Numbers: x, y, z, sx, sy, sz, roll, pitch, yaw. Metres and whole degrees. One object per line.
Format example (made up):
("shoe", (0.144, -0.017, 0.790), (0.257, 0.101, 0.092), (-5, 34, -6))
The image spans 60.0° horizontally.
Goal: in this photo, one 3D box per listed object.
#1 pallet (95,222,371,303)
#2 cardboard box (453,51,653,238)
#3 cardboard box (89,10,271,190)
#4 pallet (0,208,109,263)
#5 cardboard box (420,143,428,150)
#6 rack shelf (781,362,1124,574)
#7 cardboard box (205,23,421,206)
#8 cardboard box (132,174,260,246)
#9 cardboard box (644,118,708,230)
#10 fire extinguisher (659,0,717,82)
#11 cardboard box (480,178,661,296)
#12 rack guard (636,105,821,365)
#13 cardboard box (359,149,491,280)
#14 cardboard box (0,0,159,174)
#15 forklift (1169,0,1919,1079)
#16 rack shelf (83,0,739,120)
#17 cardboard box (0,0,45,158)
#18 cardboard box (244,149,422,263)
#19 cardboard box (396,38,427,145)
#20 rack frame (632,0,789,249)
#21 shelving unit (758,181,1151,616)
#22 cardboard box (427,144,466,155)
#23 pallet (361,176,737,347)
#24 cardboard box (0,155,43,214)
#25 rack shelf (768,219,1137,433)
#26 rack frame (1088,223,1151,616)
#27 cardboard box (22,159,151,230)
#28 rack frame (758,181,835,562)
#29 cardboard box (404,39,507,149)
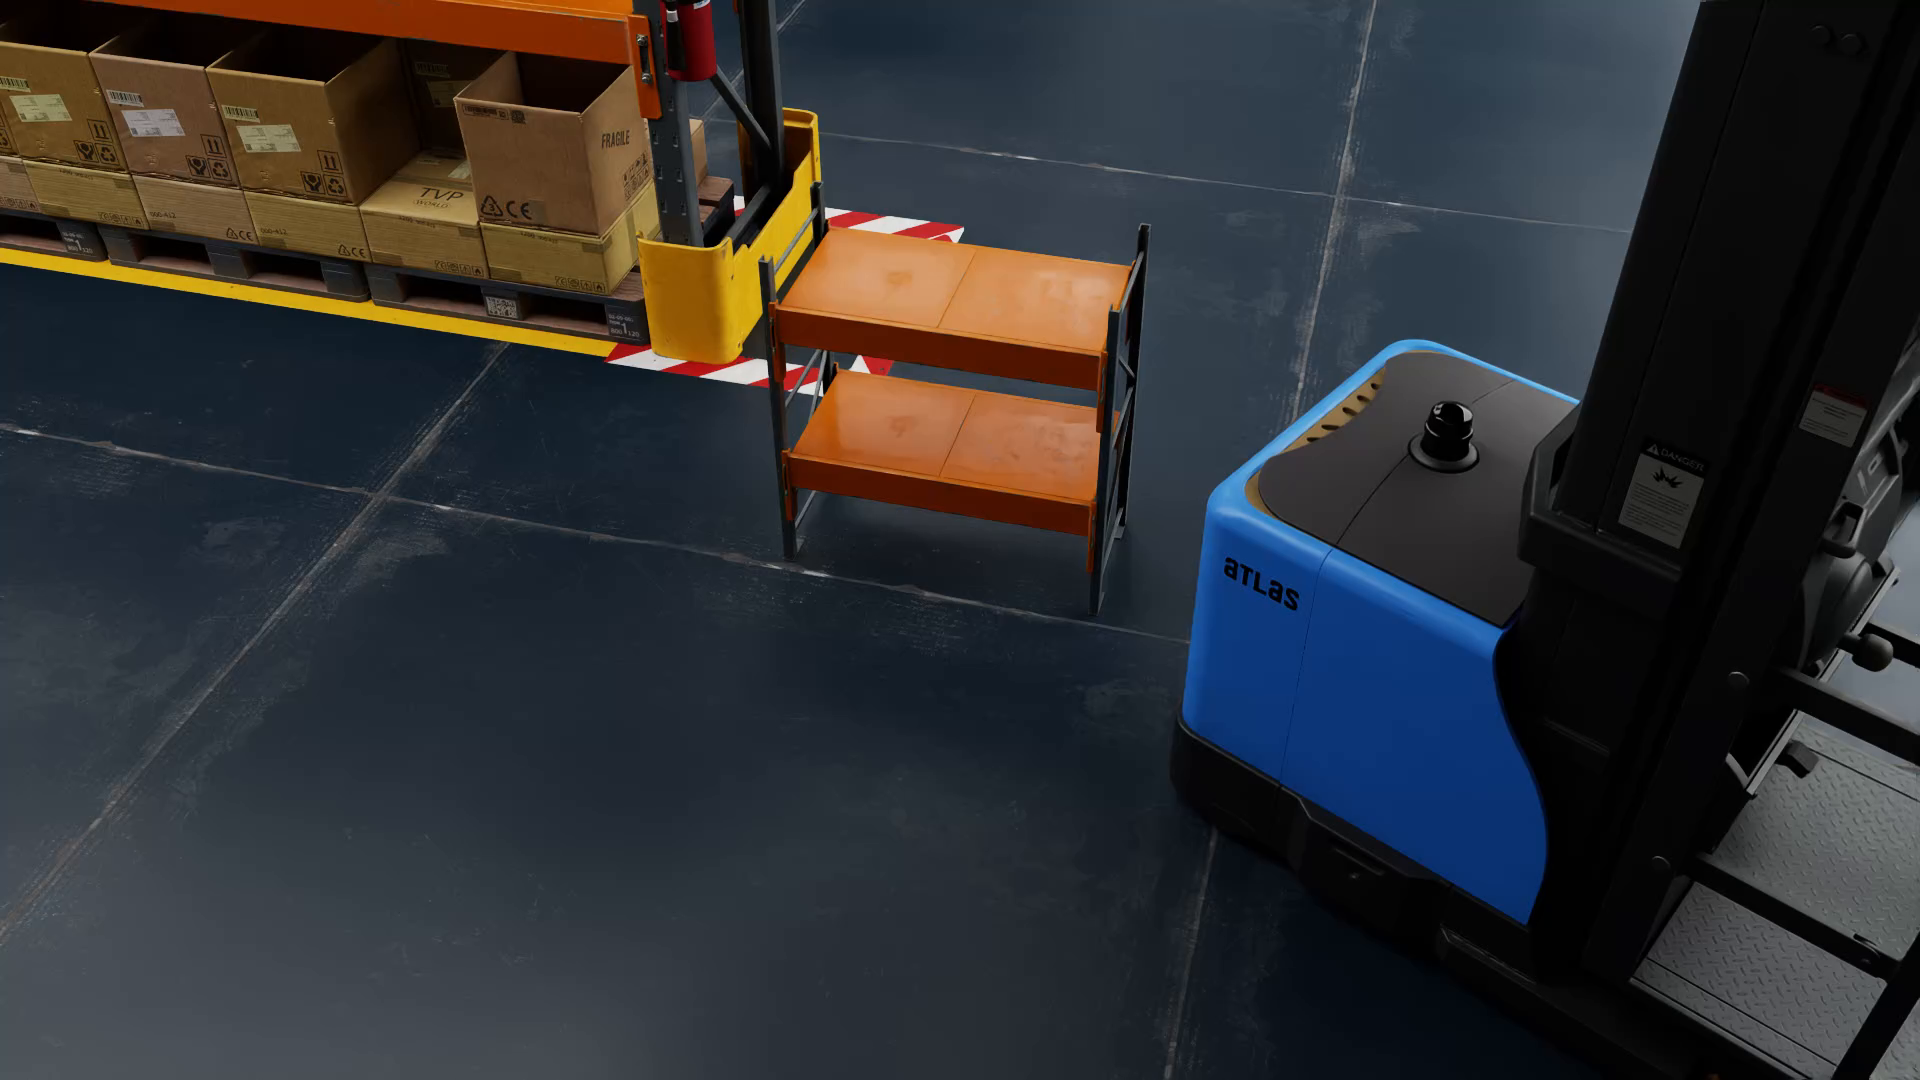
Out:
("pallet", (-2.836, -1.438, 7.092), (1.213, 0.211, 1.003), (10, 41, 11))
("cardboard box", (-1.506, -1.500, 6.226), (0.500, 0.500, 0.500), (10, 41, 11))
("cardboard box", (-2.959, -1.741, 6.513), (0.500, 0.500, 0.500), (10, 41, 11))
("pallet", (-4.018, -1.640, 7.332), (1.213, 0.211, 1.003), (10, 41, 11))
("cardboard box", (-2.339, -1.700, 7.048), (0.500, 0.250, 0.500), (10, 41, 11))
("rack shelf", (-0.007, -0.245, 5.341), (1.000, 0.278, 0.538), (10, 41, 11))
("cardboard box", (-2.476, -1.657, 6.413), (0.500, 0.500, 0.500), (10, 41, 11))
("cardboard box", (-2.958, -1.456, 6.757), (0.500, 0.250, 0.500), (10, 41, 11))
("cardboard box", (-1.372, -1.536, 6.852), (0.500, 0.250, 0.500), (10, 41, 11))
("fire extinguisher", (-0.917, -1.863, 5.490), (0.183, 0.674, 0.296), (10, 41, 11))
("cardboard box", (-1.506, -1.214, 6.469), (0.500, 0.250, 0.500), (10, 41, 11))
("rack guard", (-0.888, -1.240, 6.631), (0.348, 0.500, 1.175), (10, 41, 11))
("cardboard box", (-1.992, -1.290, 6.559), (0.500, 0.250, 0.500), (10, 41, 11))
("cardboard box", (-3.442, -1.823, 6.611), (0.500, 0.500, 0.500), (10, 41, 11))
("forklift", (2.028, -0.020, 3.288), (3.031, 2.935, 1.130), (29, 48, 30))
("rack shelf", (-2.844, -2.258, 6.459), (4.000, 0.370, 1.077), (10, 41, 11))
("cardboard box", (-3.923, -1.911, 6.715), (0.500, 0.500, 0.500), (10, 41, 11))
("cardboard box", (-2.475, -1.372, 6.657), (0.500, 0.250, 0.500), (10, 41, 11))
("cardboard box", (-2.342, -1.980, 6.798), (0.500, 0.500, 0.500), (10, 41, 11))
("rack frame", (-0.911, -2.201, 5.832), (0.127, 3.000, 1.000), (10, 41, 11))
("shelving unit", (-0.007, -0.432, 5.183), (1.048, 1.125, 0.538), (10, 41, 11))
("cardboard box", (-1.856, -1.617, 6.948), (0.500, 0.250, 0.500), (10, 41, 11))
("pallet", (-1.661, -1.234, 6.849), (1.213, 0.211, 1.003), (10, 41, 11))
("cardboard box", (-3.924, -1.622, 6.954), (0.500, 0.250, 0.500), (10, 41, 11))
("rack shelf", (-0.007, -0.656, 4.995), (1.000, 0.278, 0.538), (10, 41, 11))
("rack frame", (0.485, -0.347, 5.083), (0.032, 1.125, 0.500), (10, 41, 11))
("cardboard box", (-3.443, -1.536, 6.851), (0.500, 0.250, 0.500), (10, 41, 11))
("rack frame", (-0.498, -0.516, 5.284), (0.032, 1.125, 0.500), (10, 41, 11))
("cardboard box", (-1.856, -1.905, 6.708), (0.500, 0.500, 0.500), (10, 41, 11))
